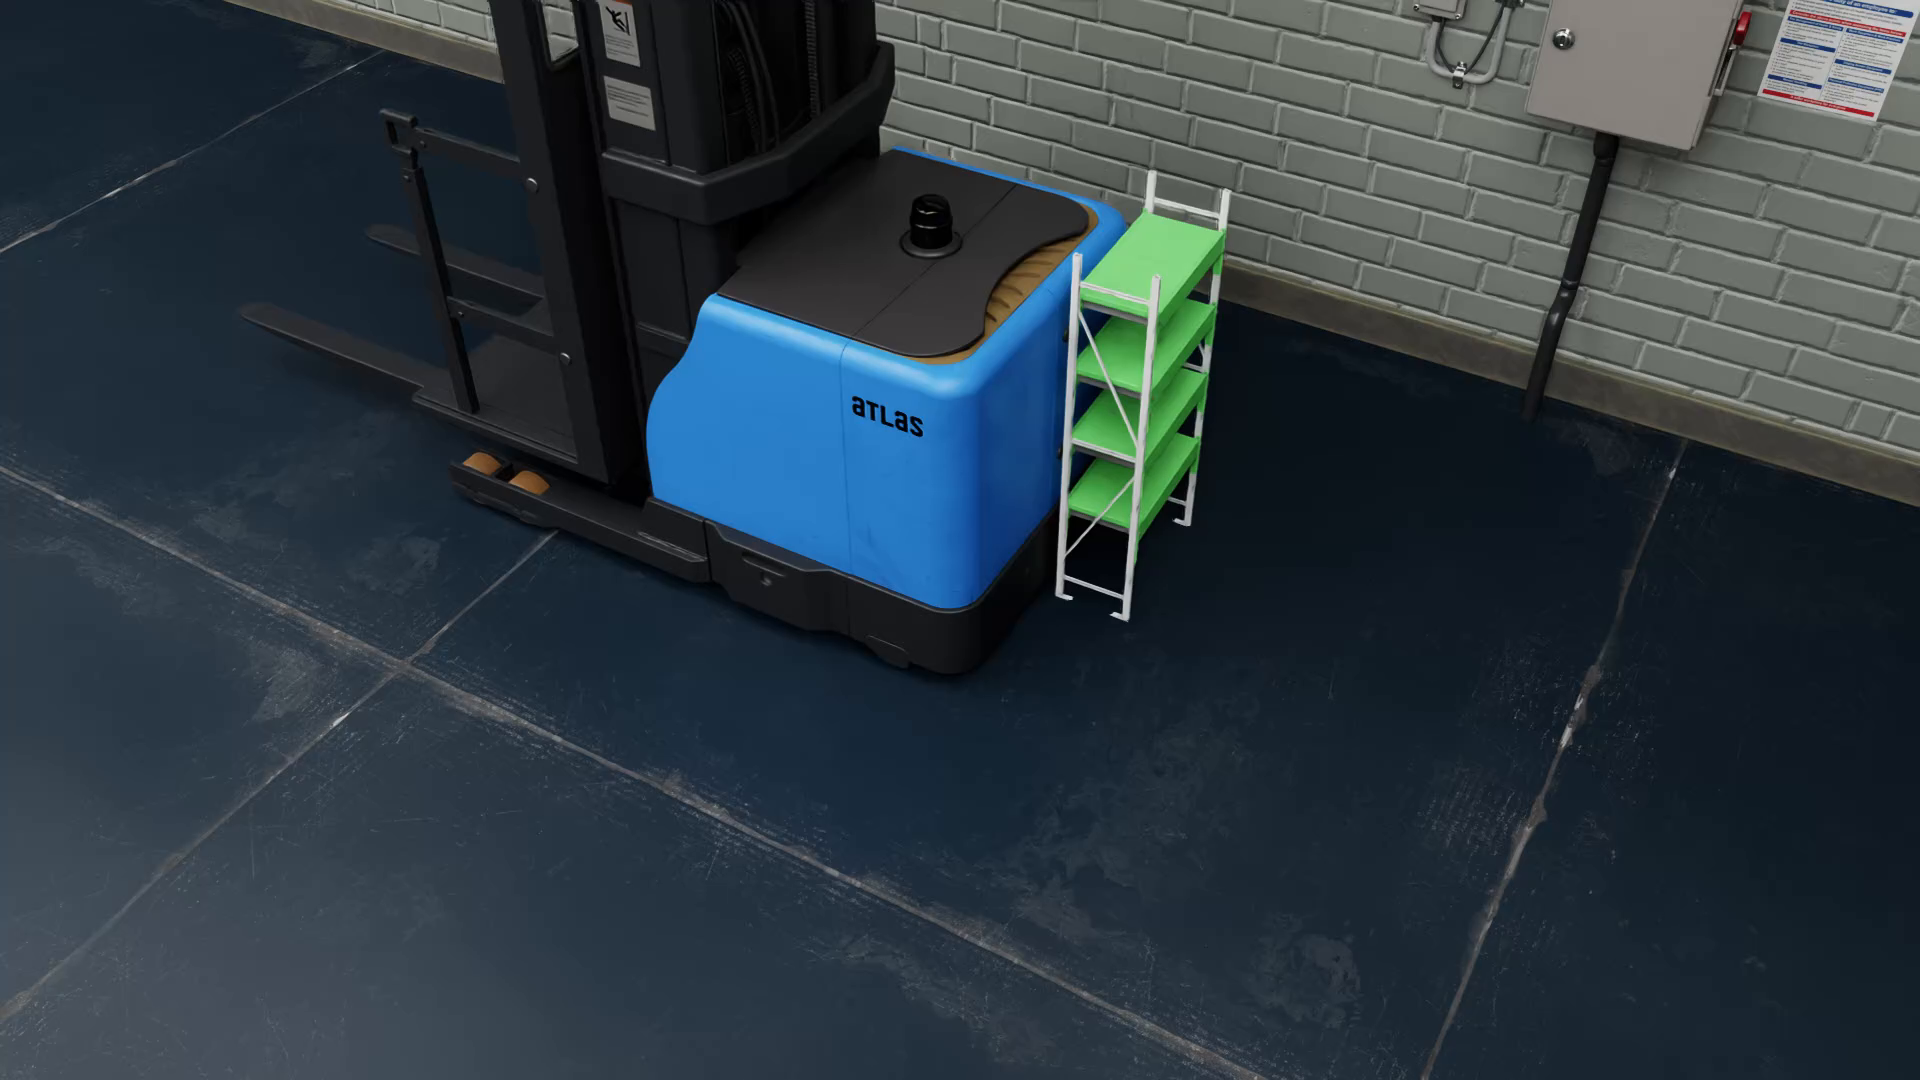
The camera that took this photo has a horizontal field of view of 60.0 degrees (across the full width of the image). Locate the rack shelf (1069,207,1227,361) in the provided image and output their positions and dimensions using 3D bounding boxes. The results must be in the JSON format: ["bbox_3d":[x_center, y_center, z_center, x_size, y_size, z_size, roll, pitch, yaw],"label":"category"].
[{"bbox_3d":[0.513,-0.702,4.509,0.258,0.148,0.480,19,45,21],"label":"rack shelf"}]

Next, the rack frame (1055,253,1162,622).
[{"bbox_3d":[0.399,-0.247,4.623,0.240,1.200,0.015,19,45,21],"label":"rack frame"}]

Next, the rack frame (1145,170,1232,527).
[{"bbox_3d":[0.628,-0.532,4.946,0.240,1.200,0.015,19,45,21],"label":"rack frame"}]

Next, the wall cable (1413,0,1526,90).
[{"bbox_3d":[1.455,-2.223,4.736,0.588,1.984,0.122,21,45,22],"label":"wall cable"}]

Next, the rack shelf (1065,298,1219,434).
[{"bbox_3d":[0.513,-0.522,4.668,0.258,0.148,0.480,19,45,21],"label":"rack shelf"}]

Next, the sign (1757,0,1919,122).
[{"bbox_3d":[2.499,-1.446,4.694,0.329,0.494,0.001,21,45,22],"label":"sign"}]

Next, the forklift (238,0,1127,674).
[{"bbox_3d":[-1.050,-1.434,4.661,3.031,2.935,1.130,20,45,22],"label":"forklift"}]

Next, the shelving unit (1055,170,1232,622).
[{"bbox_3d":[0.513,-0.389,4.784,0.258,1.200,0.503,19,45,21],"label":"shelving unit"}]

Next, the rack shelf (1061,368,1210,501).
[{"bbox_3d":[0.513,-0.342,4.827,0.258,0.148,0.480,19,45,21],"label":"rack shelf"}]

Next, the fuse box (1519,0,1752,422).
[{"bbox_3d":[1.967,-1.043,5.139,0.539,1.711,0.414,21,45,22],"label":"fuse box"}]

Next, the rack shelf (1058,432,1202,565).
[{"bbox_3d":[0.513,-0.161,4.985,0.258,0.148,0.480,19,45,21],"label":"rack shelf"}]
